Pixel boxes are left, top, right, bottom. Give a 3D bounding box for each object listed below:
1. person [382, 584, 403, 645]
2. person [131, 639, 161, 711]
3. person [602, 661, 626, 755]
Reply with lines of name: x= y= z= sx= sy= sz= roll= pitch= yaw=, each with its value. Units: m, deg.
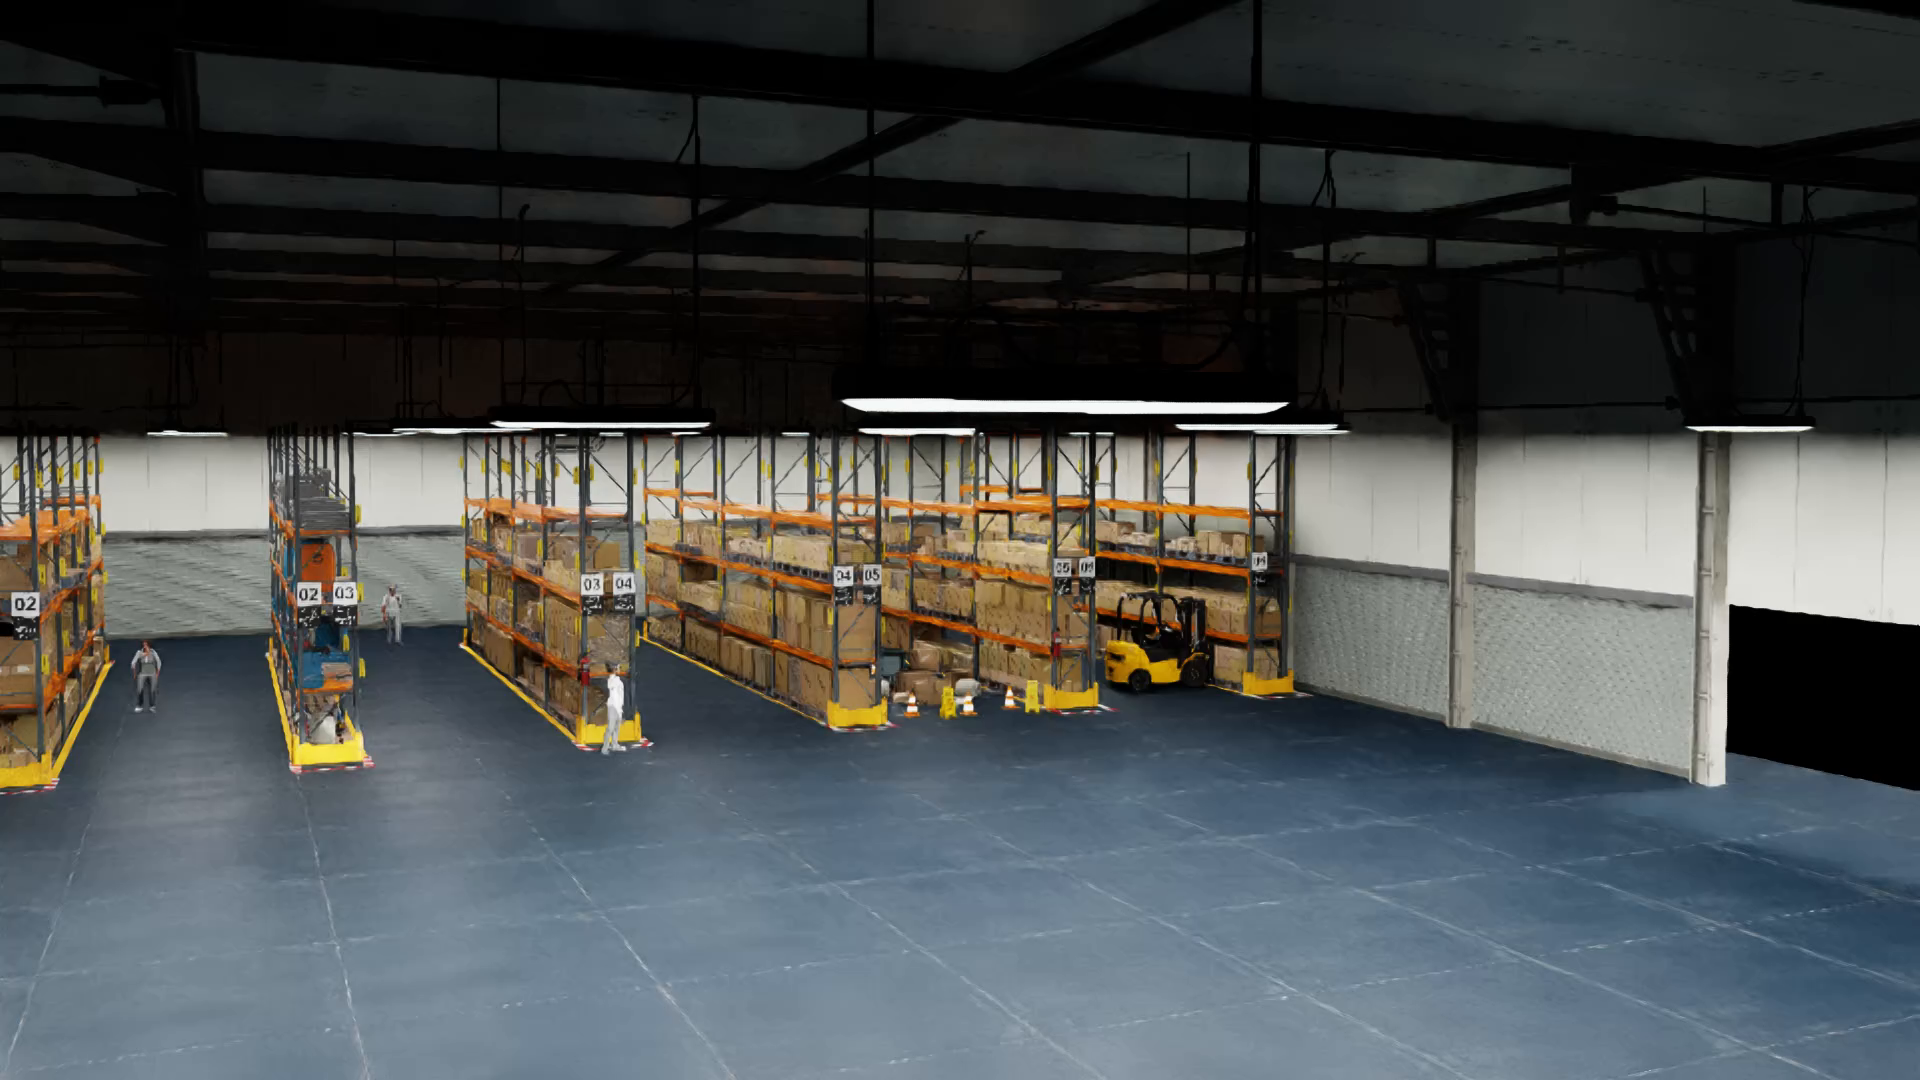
person: x=-15.763 y=2.049 z=46.172 sx=0.542 sy=1.675 sz=1.126 roll=-1 pitch=4 yaw=-22
person: x=-17.034 y=2.839 z=34.815 sx=0.566 sy=1.526 sz=0.519 roll=-2 pitch=4 yaw=-26
person: x=-6.298 y=3.035 z=30.194 sx=0.403 sy=1.677 sz=0.628 roll=0 pitch=3 yaw=-3
